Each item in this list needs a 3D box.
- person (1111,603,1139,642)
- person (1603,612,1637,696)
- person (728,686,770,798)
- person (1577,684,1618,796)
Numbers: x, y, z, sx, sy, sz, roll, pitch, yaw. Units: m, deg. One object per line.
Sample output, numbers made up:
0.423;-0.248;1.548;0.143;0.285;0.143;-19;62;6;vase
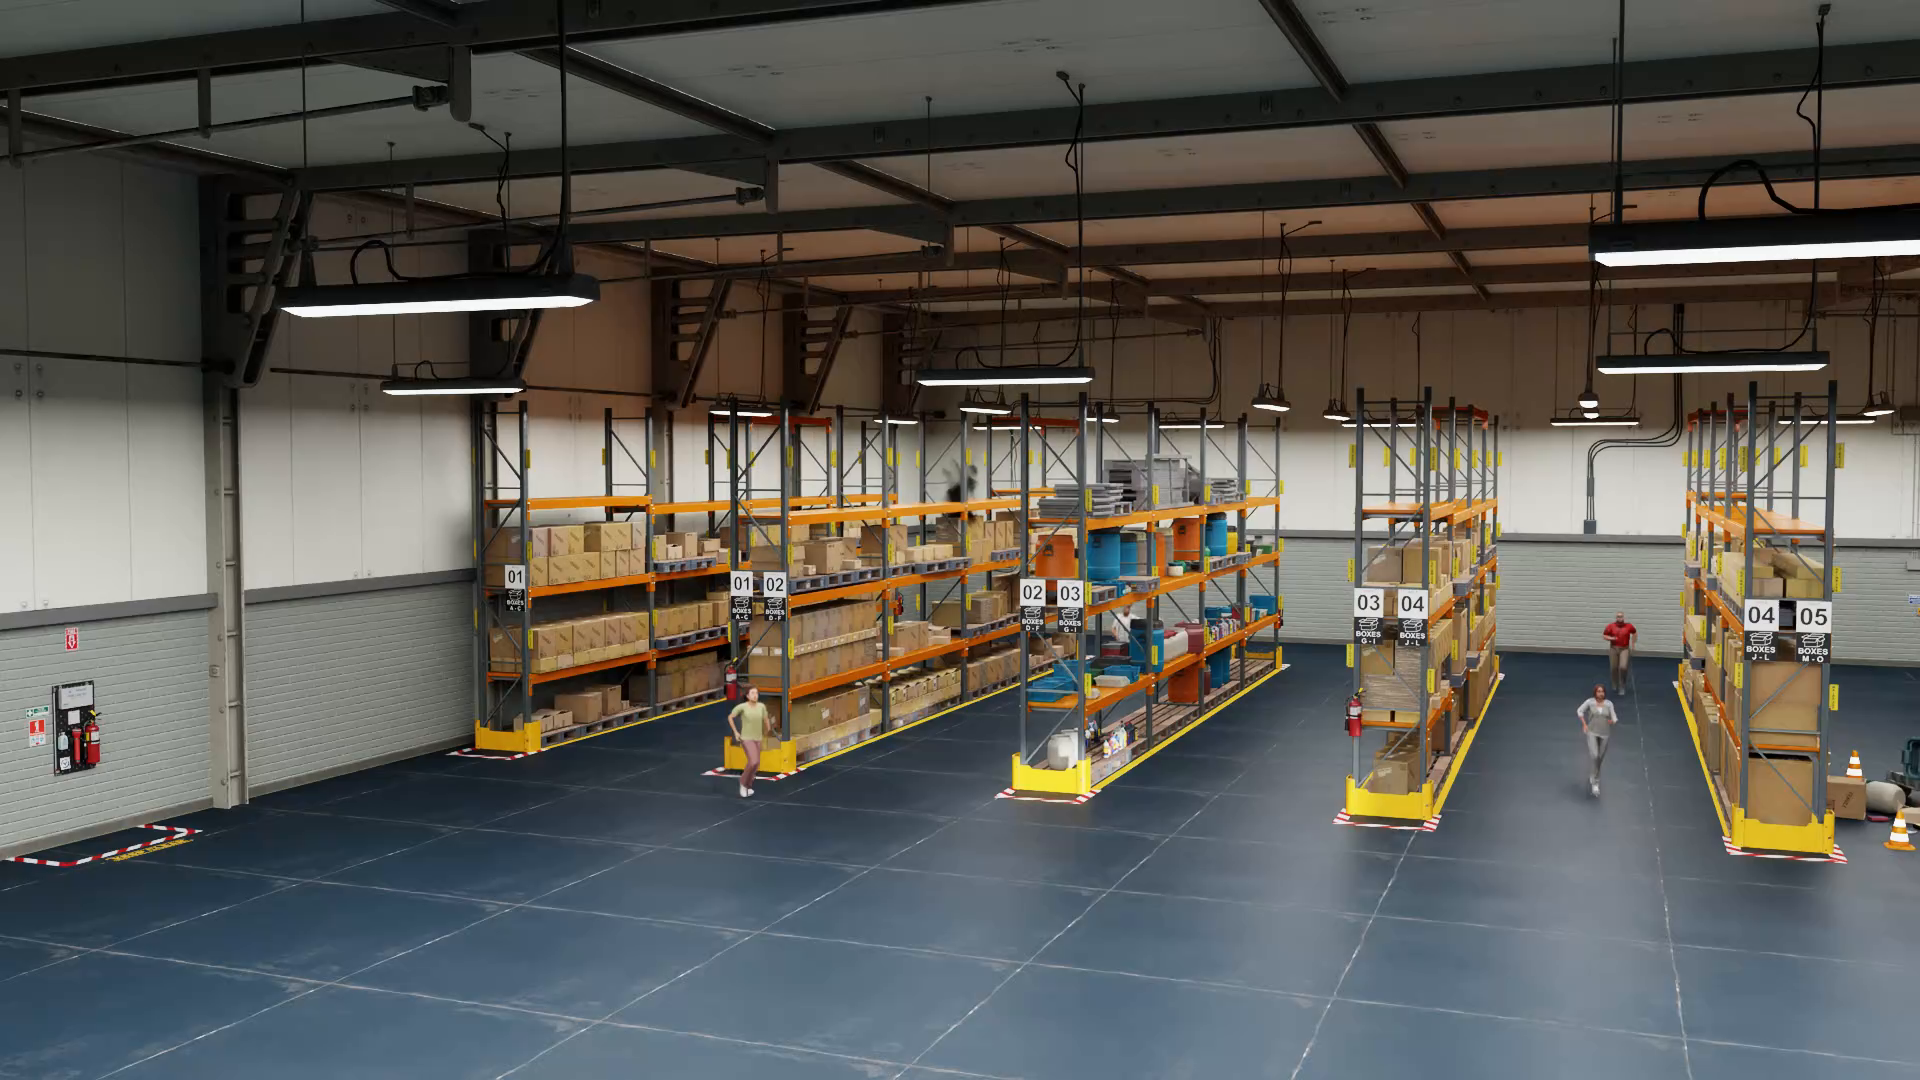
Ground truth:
3.481;2.152;34.834;0.664;1.774;0.619;1;3;16;person
14.058;2.426;35.461;0.661;1.798;0.764;1;3;27;person
-3.065;2.972;24.586;0.581;1.649;0.623;-2;3;-37;person
9.599;2.978;25.028;0.528;1.640;0.768;0;3;7;person
